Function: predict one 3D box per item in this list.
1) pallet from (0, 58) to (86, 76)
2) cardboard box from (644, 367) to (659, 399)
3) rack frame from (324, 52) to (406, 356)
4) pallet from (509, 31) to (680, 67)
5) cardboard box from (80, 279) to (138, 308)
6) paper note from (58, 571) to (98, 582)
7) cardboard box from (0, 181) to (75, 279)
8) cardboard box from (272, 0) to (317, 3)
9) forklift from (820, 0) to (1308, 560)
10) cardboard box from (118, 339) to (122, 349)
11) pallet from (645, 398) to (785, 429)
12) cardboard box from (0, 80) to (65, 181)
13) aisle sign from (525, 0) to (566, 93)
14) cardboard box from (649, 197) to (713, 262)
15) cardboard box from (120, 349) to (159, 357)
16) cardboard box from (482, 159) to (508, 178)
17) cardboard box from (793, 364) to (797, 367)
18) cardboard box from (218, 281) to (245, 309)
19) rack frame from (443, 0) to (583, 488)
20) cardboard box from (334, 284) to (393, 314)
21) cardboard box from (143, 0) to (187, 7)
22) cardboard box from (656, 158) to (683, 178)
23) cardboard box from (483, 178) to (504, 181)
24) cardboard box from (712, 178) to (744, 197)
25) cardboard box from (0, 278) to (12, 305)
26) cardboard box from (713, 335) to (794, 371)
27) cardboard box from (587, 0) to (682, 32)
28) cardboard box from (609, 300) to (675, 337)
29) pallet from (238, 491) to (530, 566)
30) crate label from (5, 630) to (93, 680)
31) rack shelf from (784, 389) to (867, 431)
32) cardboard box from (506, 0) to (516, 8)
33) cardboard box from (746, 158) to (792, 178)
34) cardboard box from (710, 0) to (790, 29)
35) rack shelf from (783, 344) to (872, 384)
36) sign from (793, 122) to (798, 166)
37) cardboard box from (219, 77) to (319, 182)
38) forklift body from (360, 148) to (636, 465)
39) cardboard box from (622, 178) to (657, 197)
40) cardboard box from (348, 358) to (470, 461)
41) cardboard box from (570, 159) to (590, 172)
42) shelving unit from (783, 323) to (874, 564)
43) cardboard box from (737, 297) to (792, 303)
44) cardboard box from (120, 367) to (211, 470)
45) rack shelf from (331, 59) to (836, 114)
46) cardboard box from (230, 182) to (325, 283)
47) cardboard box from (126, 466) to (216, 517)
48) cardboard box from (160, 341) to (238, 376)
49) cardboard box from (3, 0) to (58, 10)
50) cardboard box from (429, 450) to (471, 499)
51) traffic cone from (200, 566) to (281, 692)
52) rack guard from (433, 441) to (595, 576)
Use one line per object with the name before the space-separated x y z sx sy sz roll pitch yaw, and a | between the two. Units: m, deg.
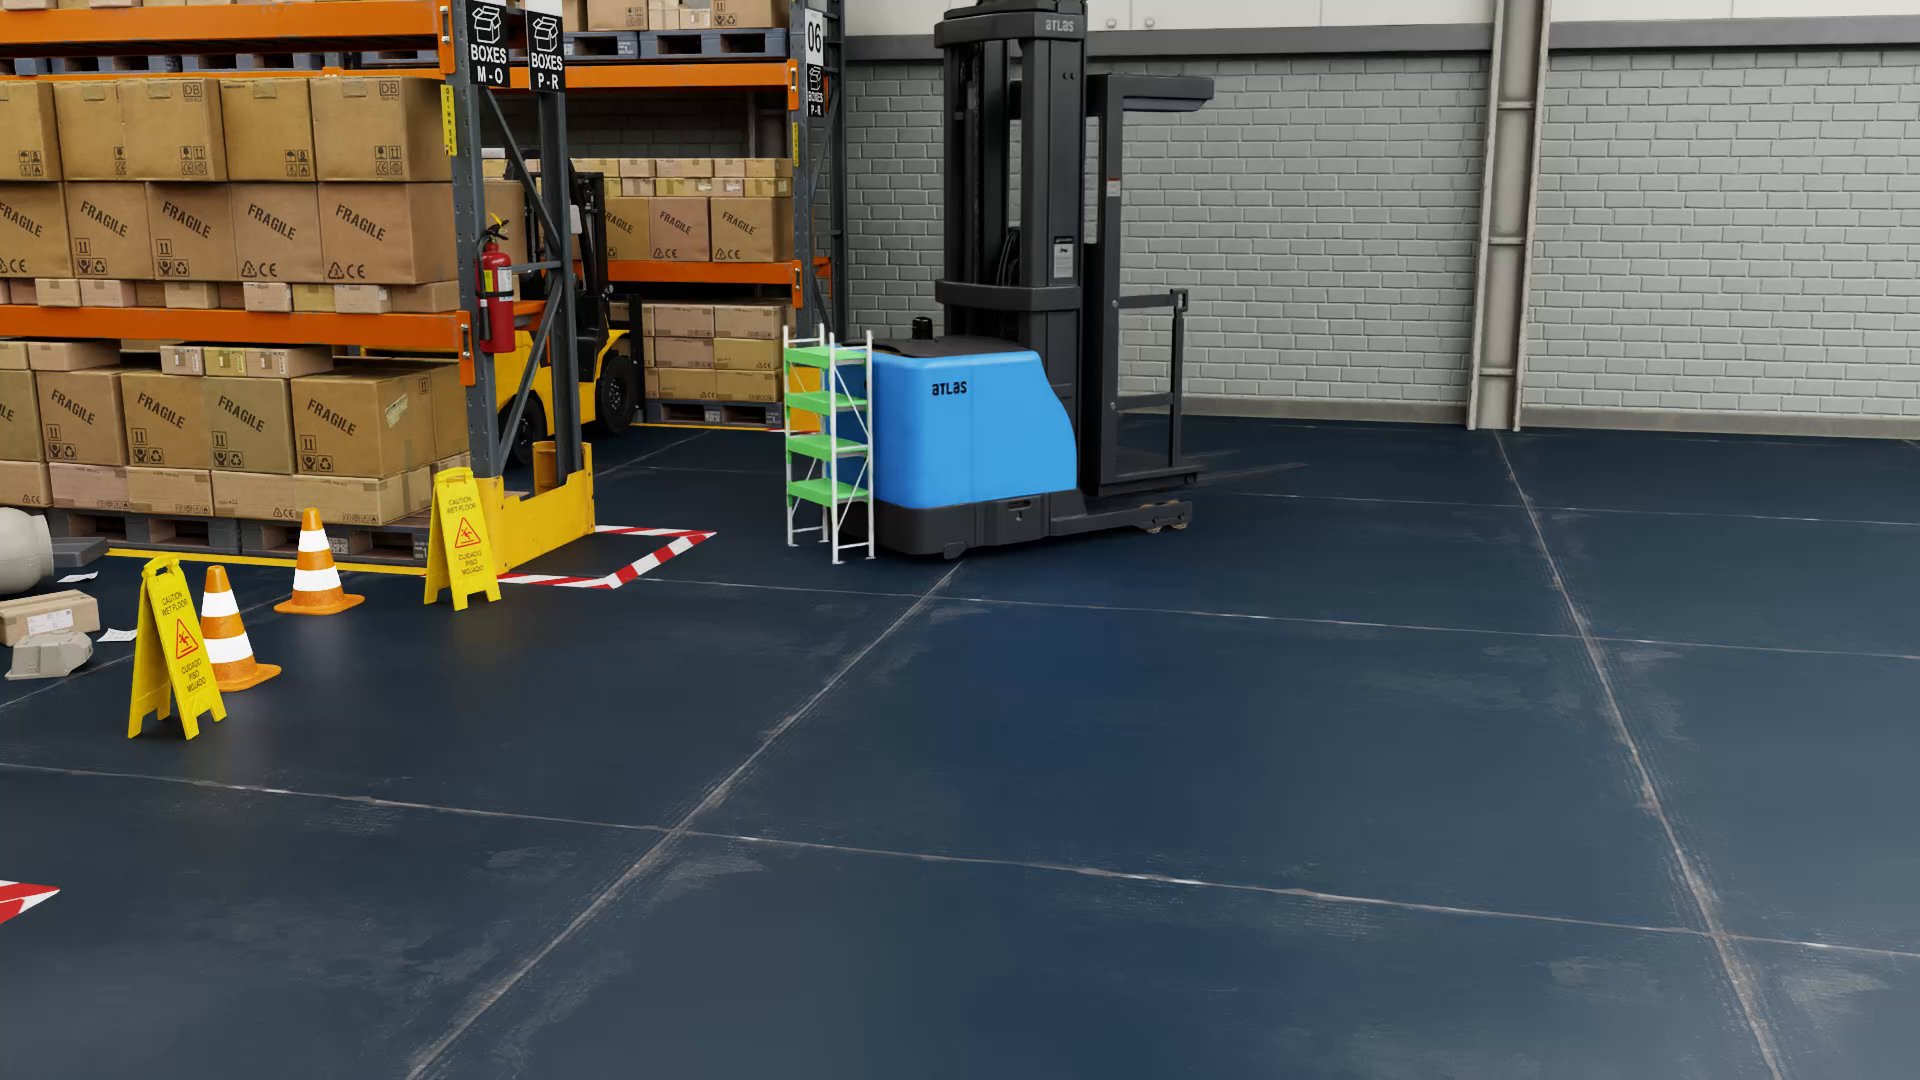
pallet | -8.196 -4.221 14.843 1.003 0.211 1.213 4 13 16
cardboard box | -2.605 -1.326 13.664 0.500 0.250 0.500 3 13 14
rack frame | -4.993 -2.657 14.286 0.127 3.000 1.000 3 13 14
pallet | -2.978 -3.976 13.509 1.213 0.211 1.003 3 13 14
cardboard box | -4.458 -1.331 8.890 0.250 0.149 0.380 3 13 13
paper note | -4.422 0.183 8.338 0.148 0.019 0.142 -1 13 -6
cardboard box | -4.841 -1.676 8.945 0.500 0.500 0.500 3 13 13
cardboard box | -3.208 -2.734 8.287 0.250 0.149 0.380 3 13 15
forklift | 0.720 -1.553 9.468 3.031 2.935 1.130 -8 15 -33
cardboard box | -7.638 -1.843 15.129 0.625 0.625 0.875 3 13 15
pallet | -1.862 -1.119 13.792 1.213 0.211 1.003 3 13 14
cardboard box | -4.831 -2.164 8.838 0.500 0.500 0.700 3 13 12
aisle sign | -2.160 -2.737 8.643 0.004 0.787 0.394 3 13 14
cardboard box | -2.151 -2.498 13.336 0.500 0.500 0.500 3 13 15
cardboard box | -5.045 -0.842 9.751 0.500 0.500 0.500 3 13 15
cardboard box | -3.745 -3.041 13.598 0.250 0.149 0.380 3 13 13
cardboard box | -1.539 -1.379 13.903 0.500 0.250 0.500 3 13 14
cardboard box | -3.698 -1.315 8.816 0.250 0.149 0.380 3 13 14
rack frame | -2.295 -1.406 8.645 0.127 3.000 1.000 3 13 14
cardboard box | -2.982 -1.247 8.511 0.250 0.149 0.380 3 13 13
cardboard box | -3.945 -2.780 8.492 0.250 0.149 0.380 3 13 12
cardboard box | -2.239 -2.978 13.314 0.250 0.149 0.380 3 13 14
cardboard box | -3.759 -2.888 13.597 0.250 0.149 0.380 3 13 13
cardboard box | -1.768 -2.781 13.117 0.250 0.149 0.380 3 13 14
cardboard box | -5.195 -1.377 9.096 0.250 0.149 0.380 3 13 15
cardboard box | -1.657 -1.516 13.366 0.500 0.250 0.500 3 13 13
cardboard box | -2.568 -4.263 13.166 0.500 0.500 0.700 3 13 14
cardboard box | -2.620 -1.808 13.529 0.500 0.250 0.500 3 13 14
pallet | -3.149 -0.098 9.188 1.213 0.211 1.003 3 13 14
crate label | -3.735 0.464 6.827 0.298 0.136 0.250 -4 13 -16
rack shelf | -0.697 -0.691 8.764 0.258 0.148 0.480 -8 15 -33
cardboard box | -2.539 -2.833 8.733 0.250 0.149 0.380 3 13 14
cardboard box | -1.507 -2.935 13.121 0.250 0.149 0.380 3 13 14
cardboard box | -1.597 -4.189 12.831 0.500 0.500 0.500 3 13 15
rack shelf | -0.697 -0.925 8.712 0.258 0.148 0.480 -8 15 -33
sign | -1.253 -3.017 12.689 0.005 0.325 0.100 3 13 14
cardboard box | -3.333 -2.096 8.532 0.500 0.500 0.700 3 13 14
forklift body | -3.387 -1.750 12.157 1.214 2.155 2.313 3 13 14
cardboard box | -2.514 -2.827 13.322 0.250 0.149 0.380 3 13 12
cardboard box | -3.035 -0.736 9.272 0.500 0.500 0.500 3 13 12
cardboard box | -2.998 -3.013 13.475 0.250 0.149 0.380 3 13 14
shelving unit | -0.697 -0.519 8.802 0.258 1.200 0.503 -8 15 -33
cardboard box | -1.530 -1.865 13.787 0.500 0.250 0.500 3 13 13
cardboard box | -4.131 -0.675 9.000 0.500 0.500 0.500 3 13 12
rack shelf | -3.051 -3.667 13.572 4.000 0.370 1.077 3 13 14
cardboard box | -3.373 -1.597 8.589 0.500 0.500 0.500 3 13 14
cardboard box | -4.154 -0.308 9.077 0.500 0.250 0.500 3 13 12
cardboard box | -4.006 -0.971 8.833 0.250 0.149 0.380 4 13 16
cardboard box | -4.704 -2.802 8.593 0.250 0.149 0.380 3 13 12
cardboard box | -3.012 -0.369 9.348 0.500 0.250 0.500 3 13 13
traffic cone | -2.957 0.333 6.666 0.334 0.463 0.336 3 13 14
rack guard | -2.369 -0.189 8.934 0.348 0.500 1.175 3 13 14
